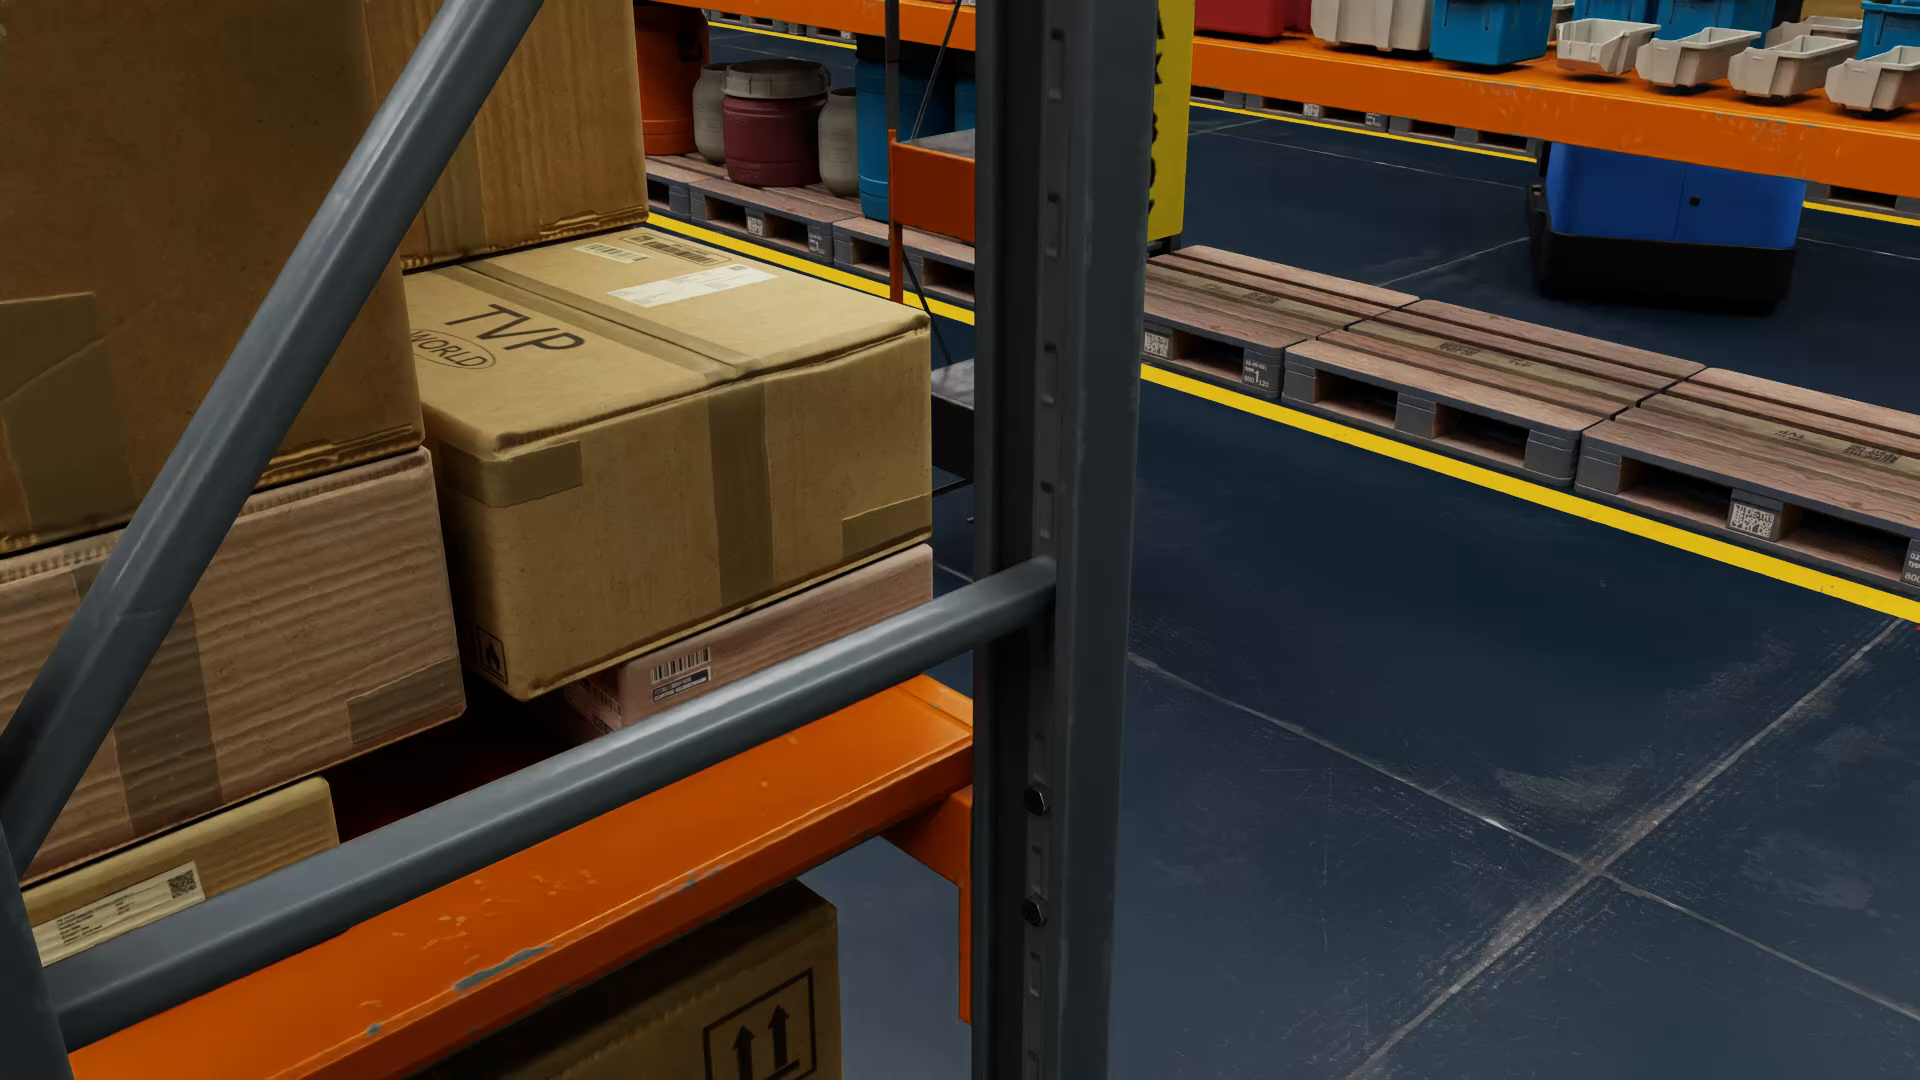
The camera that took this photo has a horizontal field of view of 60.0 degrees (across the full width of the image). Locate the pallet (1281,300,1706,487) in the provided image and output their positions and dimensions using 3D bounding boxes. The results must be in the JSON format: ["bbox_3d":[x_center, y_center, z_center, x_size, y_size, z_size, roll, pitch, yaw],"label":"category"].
[{"bbox_3d":[2.003,-0.592,6.294,1.003,0.211,1.213,-21,32,-38],"label":"pallet"}]

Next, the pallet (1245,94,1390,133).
[{"bbox_3d":[2.831,-3.183,11.974,1.003,0.211,1.213,-21,32,-38],"label":"pallet"}]

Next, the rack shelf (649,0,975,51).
[{"bbox_3d":[-0.733,-2.721,8.468,1.077,0.370,4.000,-21,32,-38],"label":"rack shelf"}]

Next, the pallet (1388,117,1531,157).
[{"bbox_3d":[3.669,-2.814,11.163,1.003,0.211,1.213,-21,32,-38],"label":"pallet"}]

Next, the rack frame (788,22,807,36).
[{"bbox_3d":[-1.215,-6.270,15.381,1.000,3.000,0.127,-21,32,-38],"label":"rack frame"}]

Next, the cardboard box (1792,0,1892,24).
[{"bbox_3d":[7.327,-4.626,13.860,0.750,0.750,0.750,-21,32,-38],"label":"cardboard box"}]

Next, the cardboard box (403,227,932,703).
[{"bbox_3d":[-0.378,-0.115,1.710,0.500,0.250,0.500,-22,33,-40],"label":"cardboard box"}]

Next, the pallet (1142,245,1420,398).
[{"bbox_3d":[1.165,-0.962,7.105,1.003,0.211,1.213,-21,32,-38],"label":"pallet"}]

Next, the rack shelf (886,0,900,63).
[{"bbox_3d":[0.113,-1.530,4.419,0.431,0.518,0.480,-21,32,-38],"label":"rack shelf"}]

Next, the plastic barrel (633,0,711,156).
[{"bbox_3d":[-1.753,-2.715,9.695,0.600,0.830,0.708,-21,32,-38],"label":"plastic barrel"}]

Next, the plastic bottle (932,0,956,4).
[{"bbox_3d":[-0.063,-2.474,7.200,0.061,0.283,0.133,-21,32,-38],"label":"plastic bottle"}]

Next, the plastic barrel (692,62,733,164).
[{"bbox_3d":[-1.302,-2.424,9.442,0.421,0.512,0.421,0,25,0],"label":"plastic barrel"}]

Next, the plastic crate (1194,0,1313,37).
[{"bbox_3d":[1.061,-2.157,6.215,0.402,0.464,0.583,-21,32,-38],"label":"plastic crate"}]

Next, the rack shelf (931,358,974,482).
[{"bbox_3d":[0.113,-0.256,5.000,0.431,0.518,0.480,-21,32,-38],"label":"rack shelf"}]

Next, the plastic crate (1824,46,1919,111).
[{"bbox_3d":[2.679,-1.334,4.805,0.396,0.136,0.243,-21,32,-38],"label":"plastic crate"}]

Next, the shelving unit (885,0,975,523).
[{"bbox_3d":[0.113,-0.905,4.704,0.431,2.100,0.503,-21,32,-38],"label":"shelving unit"}]

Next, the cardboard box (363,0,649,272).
[{"bbox_3d":[-0.720,-0.607,1.886,0.500,0.500,0.500,-22,33,-40],"label":"cardboard box"}]

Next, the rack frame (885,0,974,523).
[{"bbox_3d":[-0.054,-0.979,4.866,0.400,2.100,0.015,-21,32,-38],"label":"rack frame"}]

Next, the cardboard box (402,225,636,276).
[{"bbox_3d":[-0.738,-0.270,2.051,0.500,0.250,0.500,-22,32,-39],"label":"cardboard box"}]

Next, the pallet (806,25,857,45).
[{"bbox_3d":[-0.683,-4.790,15.494,1.003,0.211,1.213,-21,32,-38],"label":"pallet"}]

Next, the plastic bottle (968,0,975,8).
[{"bbox_3d":[0.129,-2.414,7.076,0.152,0.276,0.135,-21,32,-38],"label":"plastic bottle"}]

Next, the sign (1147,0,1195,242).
[{"bbox_3d":[0.162,-0.411,1.399,0.100,0.325,0.005,-21,32,-38],"label":"sign"}]

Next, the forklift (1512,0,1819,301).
[{"bbox_3d":[3.552,-2.985,8.261,1.130,2.935,3.031,5,25,11],"label":"forklift"}]

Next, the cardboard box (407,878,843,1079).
[{"bbox_3d":[-0.743,0.779,1.983,0.875,0.875,0.875,-21,32,-38],"label":"cardboard box"}]

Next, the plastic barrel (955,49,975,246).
[{"bbox_3d":[0.275,-1.849,7.710,0.600,0.901,0.708,-21,32,-38],"label":"plastic barrel"}]

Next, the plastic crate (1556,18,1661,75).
[{"bbox_3d":[2.067,-1.587,5.361,0.298,0.136,0.250,-21,32,-38],"label":"plastic crate"}]

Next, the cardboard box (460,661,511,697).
[{"bbox_3d":[-0.425,0.010,1.916,0.380,0.149,0.250,-22,32,-39],"label":"cardboard box"}]

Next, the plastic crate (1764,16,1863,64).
[{"bbox_3d":[2.817,-1.632,5.460,0.250,0.136,0.298,-21,32,-38],"label":"plastic crate"}]

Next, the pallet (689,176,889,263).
[{"bbox_3d":[-0.701,-1.789,8.918,1.003,0.211,1.213,-21,32,-38],"label":"pallet"}]

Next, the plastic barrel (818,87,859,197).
[{"bbox_3d":[-0.530,-2.082,8.692,0.421,0.512,0.421,0,25,0],"label":"plastic barrel"}]

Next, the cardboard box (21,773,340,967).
[{"bbox_3d":[-0.731,0.274,1.337,0.380,0.149,0.250,-20,32,-38],"label":"cardboard box"}]

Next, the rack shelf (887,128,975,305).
[{"bbox_3d":[0.113,-0.893,4.710,0.431,0.518,0.480,-21,32,-38],"label":"rack shelf"}]

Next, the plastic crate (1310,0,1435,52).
[{"bbox_3d":[1.543,-1.901,5.874,0.437,0.282,0.530,-21,32,-38],"label":"plastic crate"}]

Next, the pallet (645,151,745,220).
[{"bbox_3d":[-1.531,-2.159,9.728,1.003,0.211,1.213,-21,32,-38],"label":"pallet"}]

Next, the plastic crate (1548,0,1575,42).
[{"bbox_3d":[2.044,-1.908,6.063,0.293,0.136,0.466,-21,32,-38],"label":"plastic crate"}]

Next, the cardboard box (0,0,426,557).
[{"bbox_3d":[-0.772,-0.307,1.227,0.500,0.500,0.500,-21,32,-38],"label":"cardboard box"}]

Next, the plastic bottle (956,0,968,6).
[{"bbox_3d":[0.030,-2.407,7.152,0.097,0.201,0.097,0,25,0],"label":"plastic bottle"}]

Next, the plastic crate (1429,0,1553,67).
[{"bbox_3d":[1.777,-1.731,5.560,0.416,0.233,0.300,-21,32,-38],"label":"plastic crate"}]

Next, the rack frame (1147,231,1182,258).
[{"bbox_3d":[0.634,-2.443,6.990,1.000,3.000,0.127,-21,32,-38],"label":"rack frame"}]

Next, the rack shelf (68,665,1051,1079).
[{"bbox_3d":[-1.614,-0.104,2.731,1.077,0.370,4.000,-21,32,-38],"label":"rack shelf"}]

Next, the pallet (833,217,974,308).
[{"bbox_3d":[0.137,-1.419,8.107,1.003,0.211,1.213,-21,32,-38],"label":"pallet"}]

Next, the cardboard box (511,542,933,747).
[{"bbox_3d":[-0.249,0.088,1.747,0.380,0.149,0.250,-21,32,-38],"label":"cardboard box"}]

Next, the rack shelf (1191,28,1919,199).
[{"bbox_3d":[2.001,-1.509,5.811,1.077,0.370,4.000,-21,32,-38],"label":"rack shelf"}]

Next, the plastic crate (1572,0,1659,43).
[{"bbox_3d":[2.335,-1.840,5.798,0.416,0.233,0.300,-21,32,-38],"label":"plastic crate"}]

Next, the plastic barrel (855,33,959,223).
[{"bbox_3d":[-0.209,-2.063,8.181,0.600,0.901,0.708,-21,32,-38],"label":"plastic barrel"}]

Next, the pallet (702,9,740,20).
[{"bbox_3d":[-2.567,-5.624,17.324,1.003,0.211,1.213,-21,32,-38],"label":"pallet"}]

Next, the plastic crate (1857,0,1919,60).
[{"bbox_3d":[2.990,-1.549,5.162,0.416,0.233,0.300,-21,32,-38],"label":"plastic crate"}]

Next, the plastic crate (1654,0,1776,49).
[{"bbox_3d":[2.540,-1.749,5.599,0.416,0.233,0.300,-21,32,-38],"label":"plastic crate"}]

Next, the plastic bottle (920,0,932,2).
[{"bbox_3d":[-0.121,-2.524,7.319,0.152,0.276,0.135,-21,32,-38],"label":"plastic bottle"}]

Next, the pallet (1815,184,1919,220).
[{"bbox_3d":[5.559,-2.000,9.379,1.003,0.211,1.213,-21,32,-38],"label":"pallet"}]

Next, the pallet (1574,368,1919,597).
[{"bbox_3d":[2.833,-0.223,5.484,1.003,0.211,1.213,-21,32,-38],"label":"pallet"}]

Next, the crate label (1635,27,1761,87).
[{"bbox_3d":[2.283,-1.503,5.176,0.396,0.136,0.243,-21,32,-38],"label":"crate label"}]

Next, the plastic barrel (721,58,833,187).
[{"bbox_3d":[-0.981,-2.263,8.996,0.600,0.588,0.708,-21,32,-38],"label":"plastic barrel"}]

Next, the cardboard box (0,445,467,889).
[{"bbox_3d":[-0.772,0.036,1.380,0.500,0.250,0.500,-22,32,-39],"label":"cardboard box"}]

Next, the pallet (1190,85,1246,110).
[{"bbox_3d":[2.001,-3.553,12.784,1.003,0.211,1.213,-21,32,-38],"label":"pallet"}]

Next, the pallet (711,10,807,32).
[{"bbox_3d":[-1.728,-5.255,16.514,1.003,0.211,1.213,-21,32,-38],"label":"pallet"}]

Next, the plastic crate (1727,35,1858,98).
[{"bbox_3d":[2.491,-1.426,5.006,0.396,0.136,0.243,-21,32,-38],"label":"plastic crate"}]
